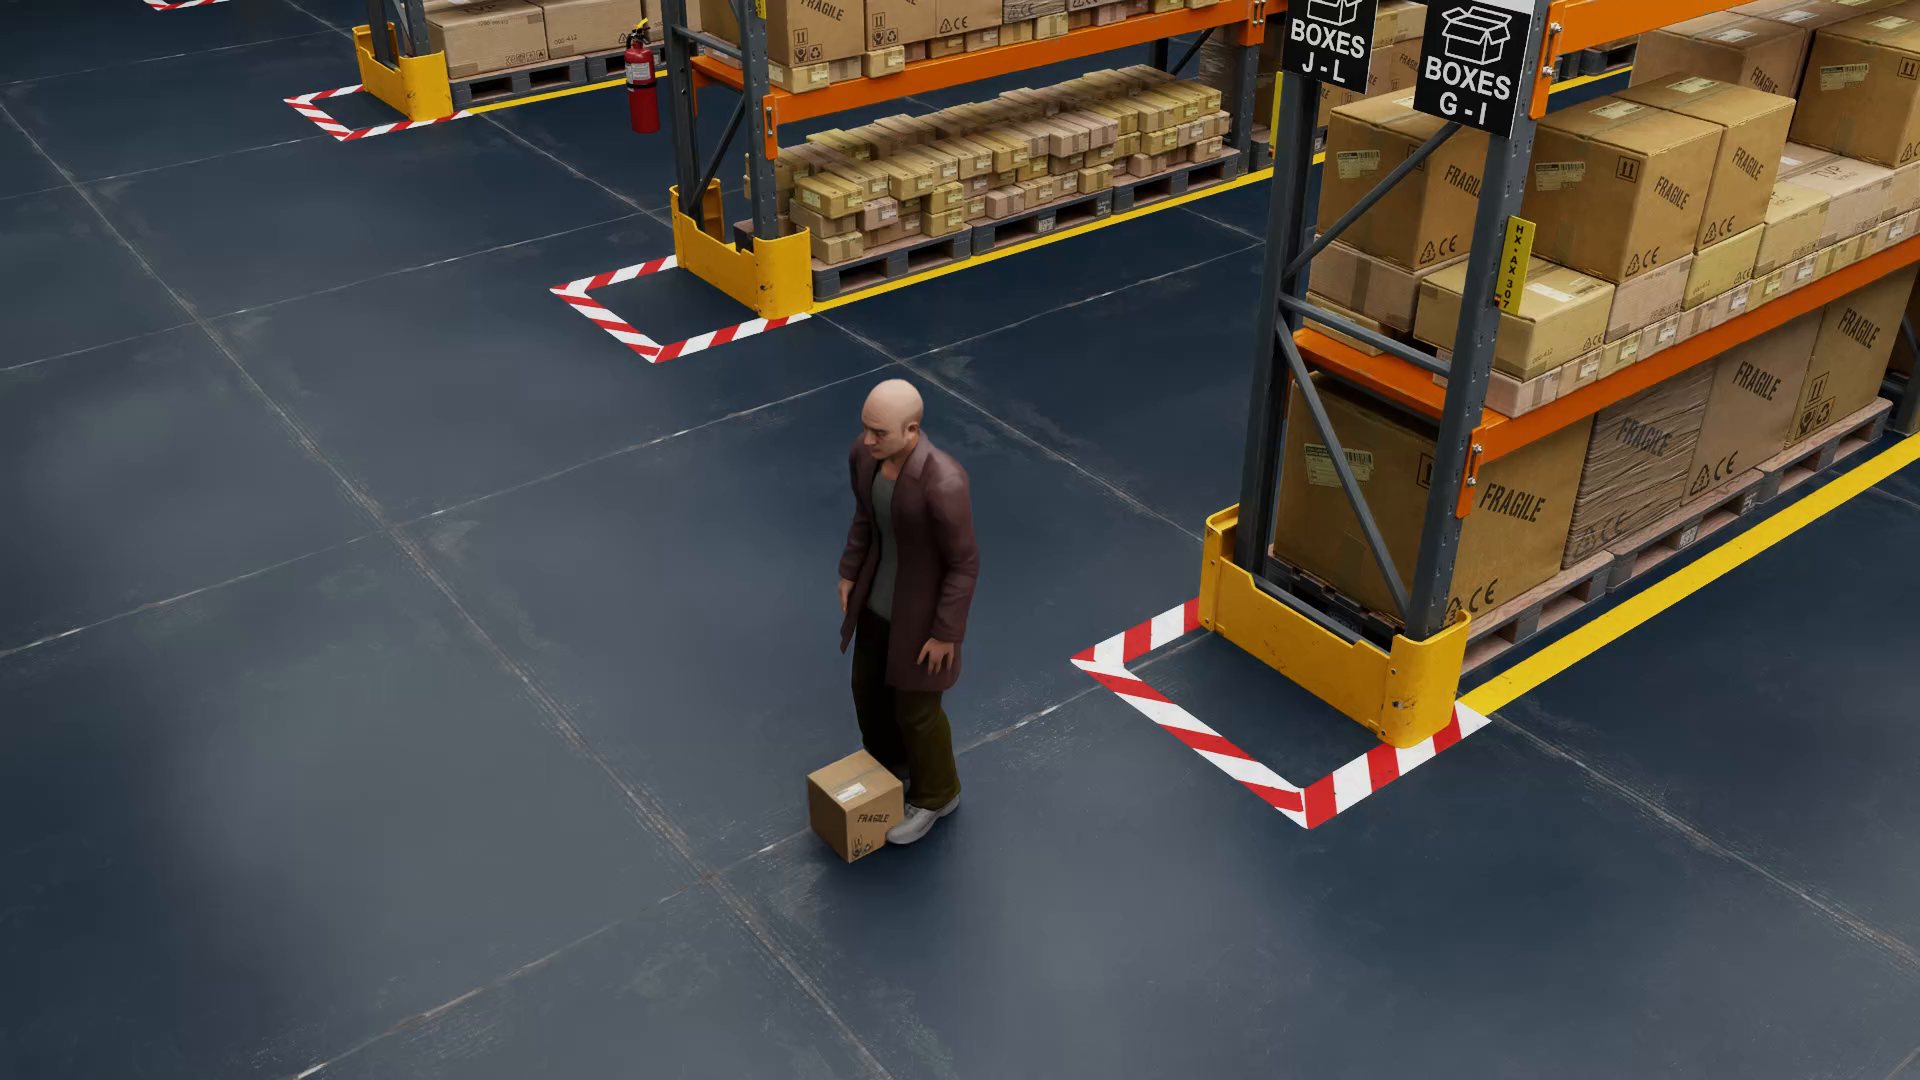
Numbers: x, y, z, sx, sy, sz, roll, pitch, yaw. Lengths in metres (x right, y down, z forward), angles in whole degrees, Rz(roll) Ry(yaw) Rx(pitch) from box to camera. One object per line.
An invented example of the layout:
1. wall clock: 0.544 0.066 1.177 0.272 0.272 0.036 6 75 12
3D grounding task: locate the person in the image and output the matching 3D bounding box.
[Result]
1. person: -0.196 0.246 5.784 0.426 1.741 0.622 -24 39 -33
